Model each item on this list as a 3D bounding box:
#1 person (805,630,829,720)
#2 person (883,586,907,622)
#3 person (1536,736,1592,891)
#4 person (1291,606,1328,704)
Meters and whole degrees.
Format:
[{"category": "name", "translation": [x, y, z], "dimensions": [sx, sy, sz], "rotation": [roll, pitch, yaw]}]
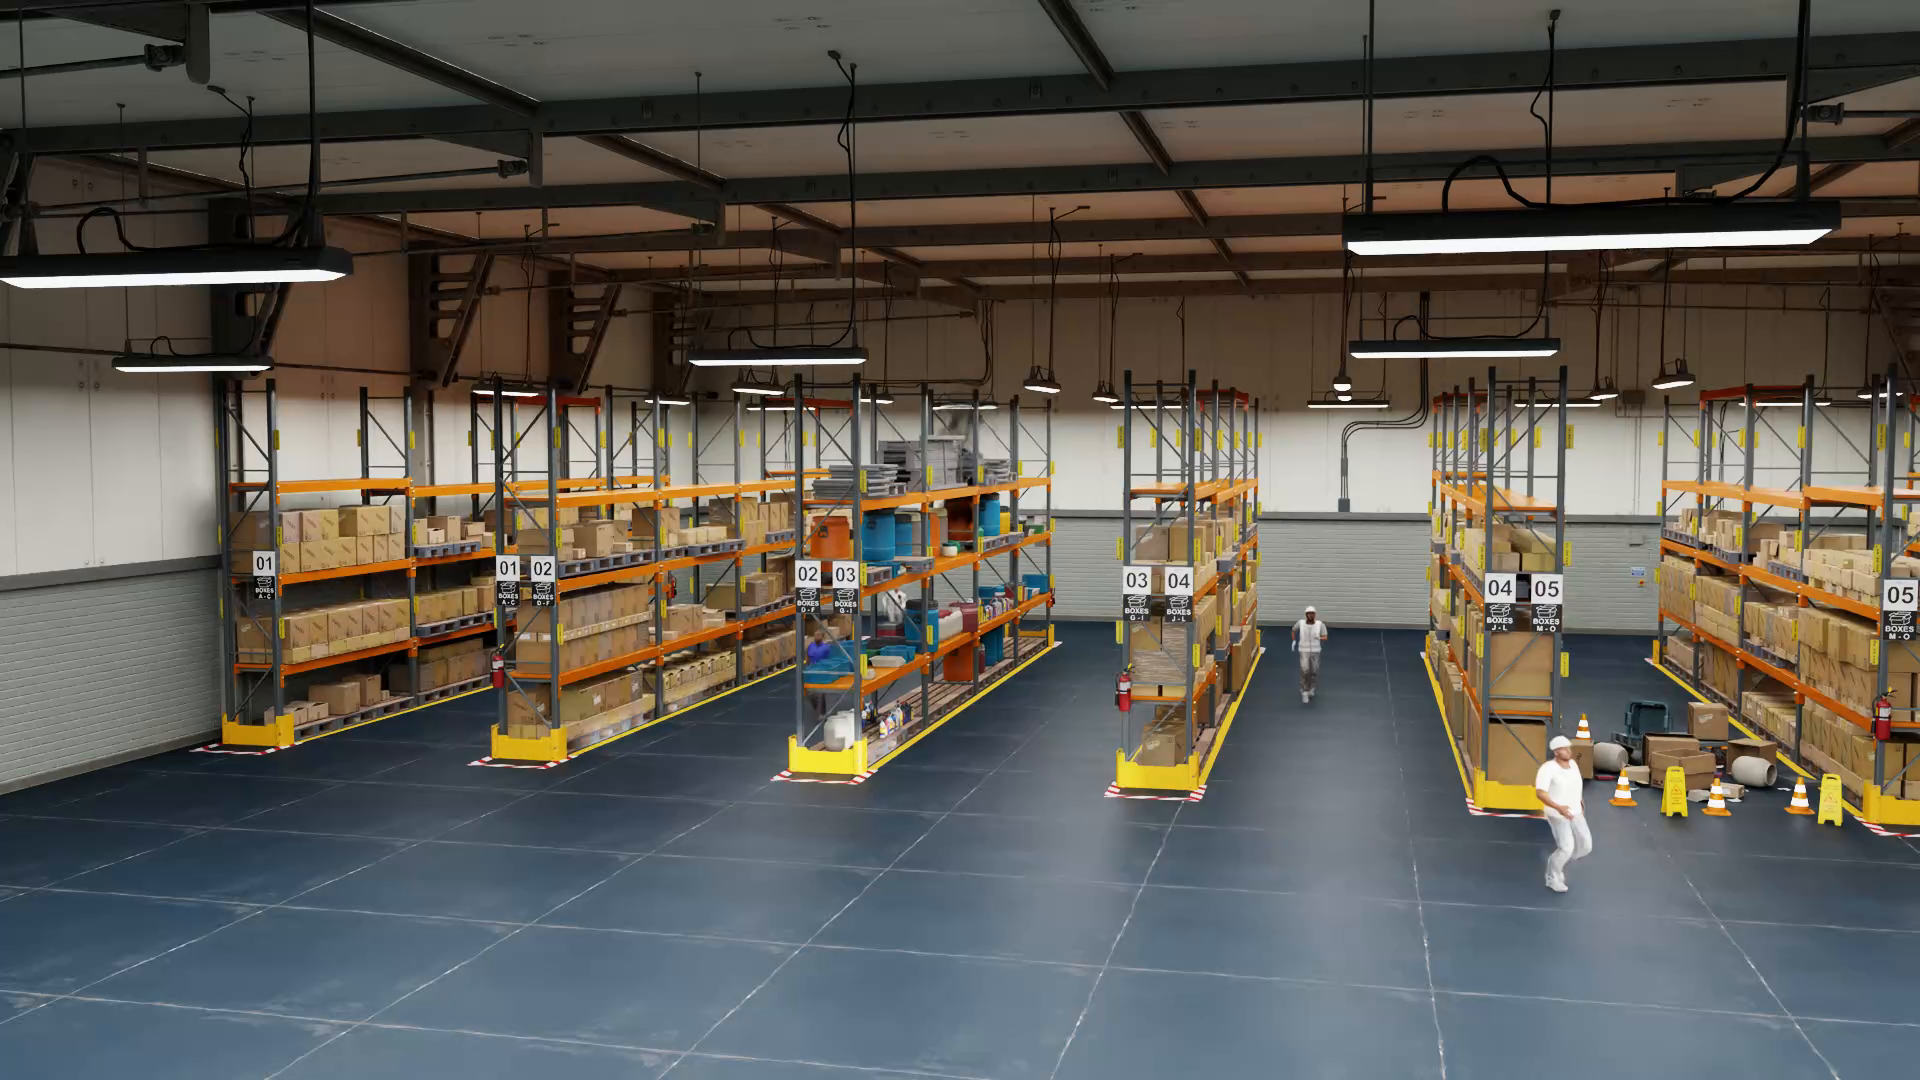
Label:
[{"category": "person", "translation": [-2.519, 2.404, 29.589], "dimensions": [0.628, 1.621, 0.536], "rotation": [1, 4, 20]}, {"category": "person", "translation": [-1.546, 1.787, 39.740], "dimensions": [0.586, 1.695, 0.811], "rotation": [0, 3, -5]}, {"category": "person", "translation": [6.723, 3.034, 18.451], "dimensions": [0.709, 1.723, 0.513], "rotation": [-2, 4, -30]}, {"category": "person", "translation": [6.714, 2.186, 31.951], "dimensions": [0.665, 1.842, 0.807], "rotation": [0, 3, 4]}]
